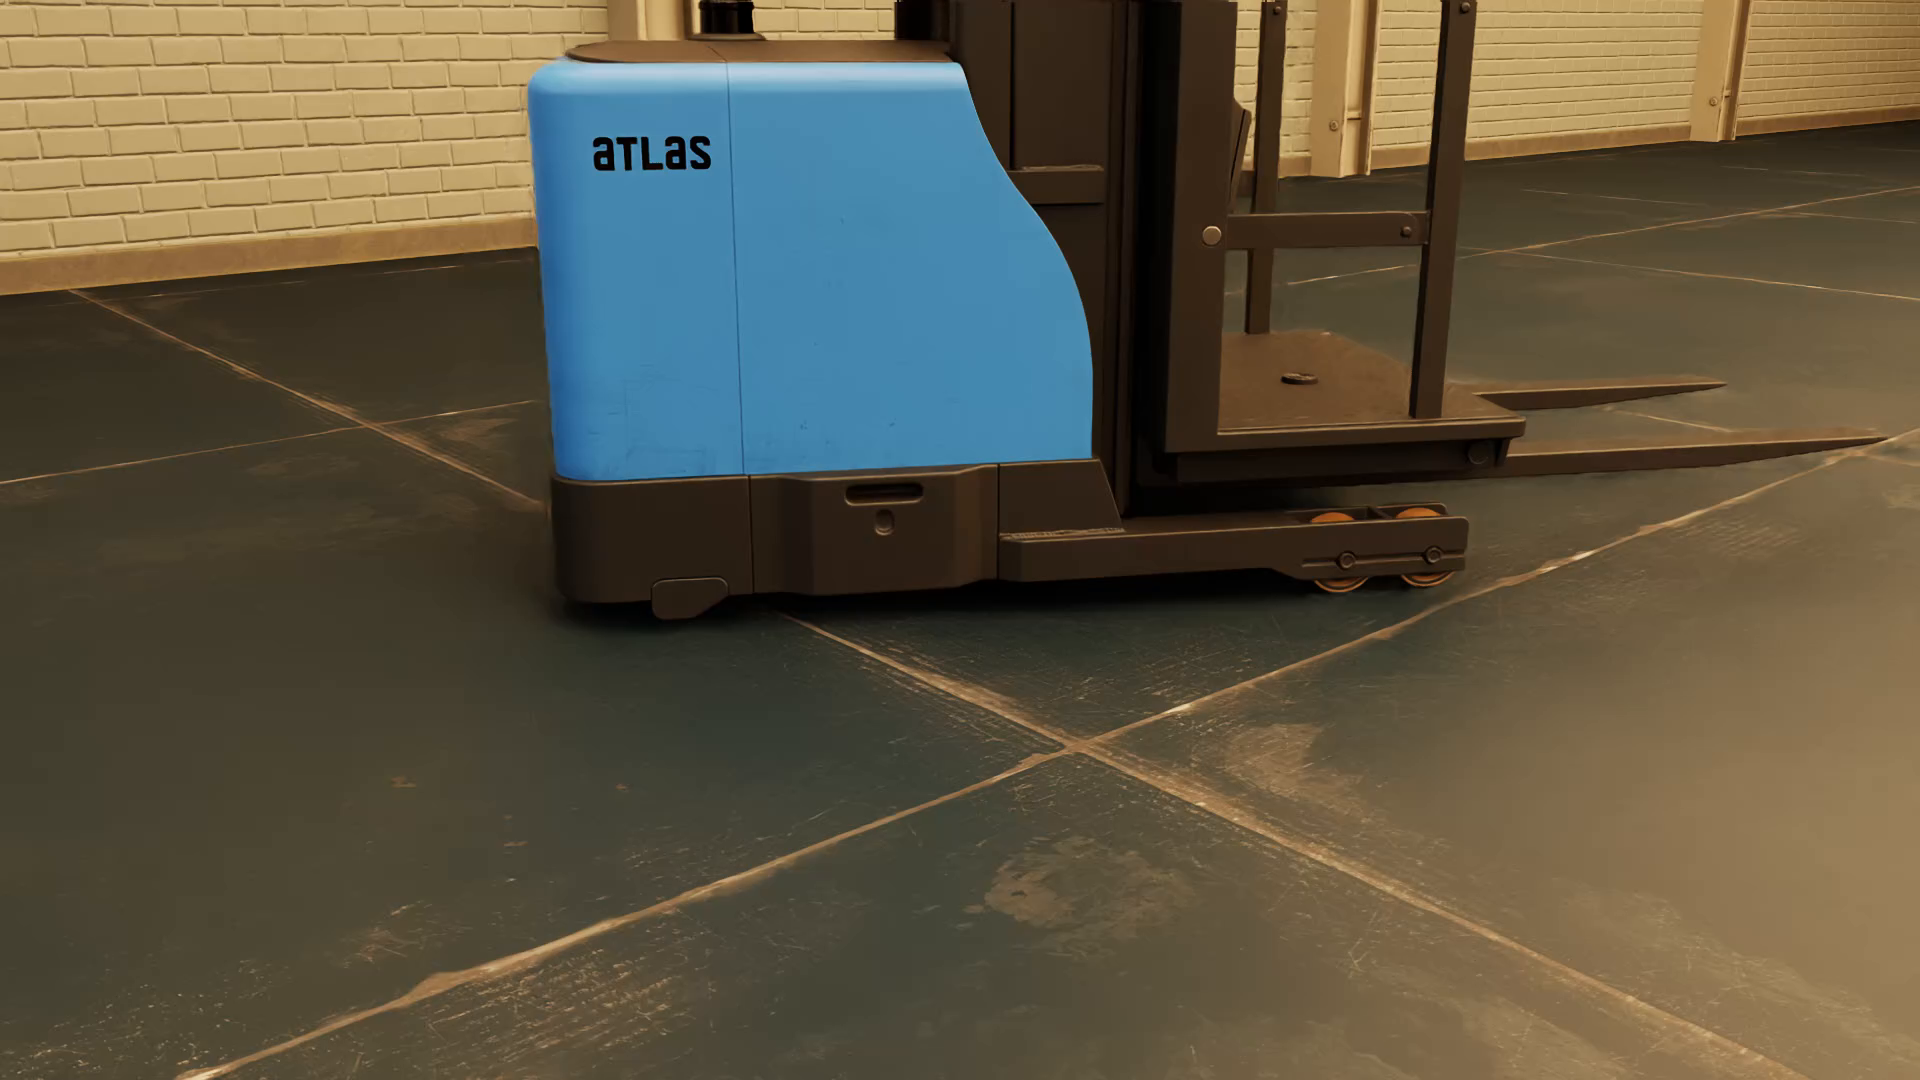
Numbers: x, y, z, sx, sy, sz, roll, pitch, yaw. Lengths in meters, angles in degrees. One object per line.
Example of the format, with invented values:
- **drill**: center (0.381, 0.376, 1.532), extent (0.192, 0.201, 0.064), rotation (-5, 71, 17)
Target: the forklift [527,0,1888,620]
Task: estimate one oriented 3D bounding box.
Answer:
- **forklift**: center (0.613, -1.439, 3.541), extent (3.031, 2.935, 1.130), rotation (-3, 18, -10)
